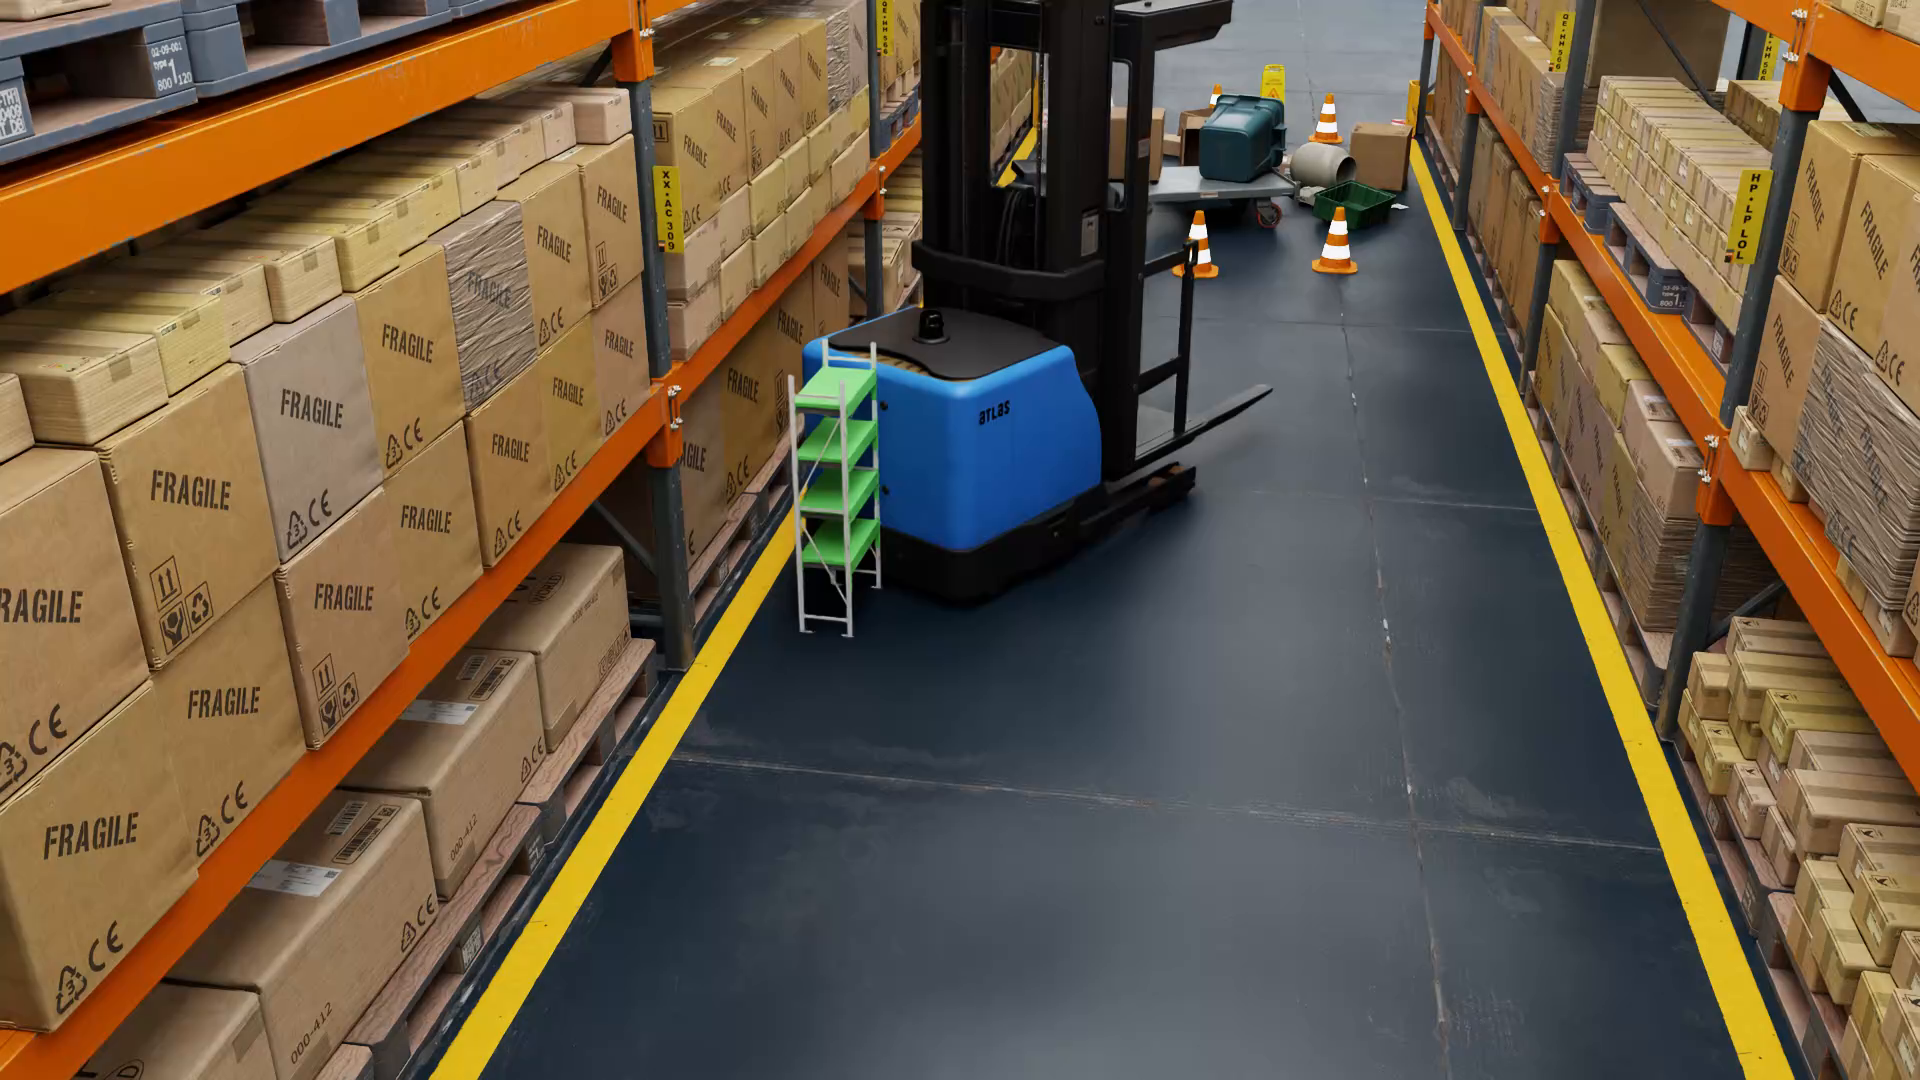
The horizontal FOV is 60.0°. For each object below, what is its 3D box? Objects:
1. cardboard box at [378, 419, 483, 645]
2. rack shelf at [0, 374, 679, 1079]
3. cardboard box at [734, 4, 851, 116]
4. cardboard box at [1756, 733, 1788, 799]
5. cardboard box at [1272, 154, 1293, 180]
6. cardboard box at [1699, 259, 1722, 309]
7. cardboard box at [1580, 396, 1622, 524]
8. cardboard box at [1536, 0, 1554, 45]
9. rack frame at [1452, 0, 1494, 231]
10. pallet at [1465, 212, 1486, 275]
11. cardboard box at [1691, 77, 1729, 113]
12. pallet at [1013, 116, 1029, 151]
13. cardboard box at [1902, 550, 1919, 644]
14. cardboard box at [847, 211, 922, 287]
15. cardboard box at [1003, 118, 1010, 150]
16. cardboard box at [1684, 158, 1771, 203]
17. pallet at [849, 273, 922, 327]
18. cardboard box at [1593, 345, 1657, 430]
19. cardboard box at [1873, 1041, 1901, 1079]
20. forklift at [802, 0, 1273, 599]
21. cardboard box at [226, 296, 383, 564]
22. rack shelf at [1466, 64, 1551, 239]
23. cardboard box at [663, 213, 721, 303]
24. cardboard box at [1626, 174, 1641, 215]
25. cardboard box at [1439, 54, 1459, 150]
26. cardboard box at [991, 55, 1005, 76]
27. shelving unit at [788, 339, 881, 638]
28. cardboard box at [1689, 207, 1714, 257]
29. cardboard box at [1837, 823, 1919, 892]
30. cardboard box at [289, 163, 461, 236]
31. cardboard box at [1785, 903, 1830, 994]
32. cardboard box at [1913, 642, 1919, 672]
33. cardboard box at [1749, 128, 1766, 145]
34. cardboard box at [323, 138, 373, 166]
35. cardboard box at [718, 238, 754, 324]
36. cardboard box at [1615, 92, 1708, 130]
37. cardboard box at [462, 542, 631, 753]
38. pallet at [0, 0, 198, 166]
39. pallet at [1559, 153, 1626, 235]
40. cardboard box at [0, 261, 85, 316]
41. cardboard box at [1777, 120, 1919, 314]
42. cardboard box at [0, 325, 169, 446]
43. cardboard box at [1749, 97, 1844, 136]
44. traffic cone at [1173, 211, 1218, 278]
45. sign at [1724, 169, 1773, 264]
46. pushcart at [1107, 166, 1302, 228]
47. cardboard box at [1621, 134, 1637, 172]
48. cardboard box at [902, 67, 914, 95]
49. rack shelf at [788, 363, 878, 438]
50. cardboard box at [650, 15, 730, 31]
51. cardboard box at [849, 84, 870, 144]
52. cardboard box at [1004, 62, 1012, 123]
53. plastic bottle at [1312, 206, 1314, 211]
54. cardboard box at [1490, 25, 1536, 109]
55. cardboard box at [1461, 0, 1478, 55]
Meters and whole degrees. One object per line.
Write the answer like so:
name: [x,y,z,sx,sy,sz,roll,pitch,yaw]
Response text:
cardboard box: [-1.712,-0.039,4.676,0.500,0.500,0.500,5,26,10]
rack shelf: [-1.968,0.312,4.893,1.077,0.370,4.000,4,25,9]
cardboard box: [-0.890,-2.571,8.908,0.500,0.500,0.500,4,25,9]
cardboard box: [2.927,0.763,5.598,0.380,0.149,0.250,4,25,8]
cardboard box: [3.030,-3.503,15.421,0.396,0.266,0.258,8,26,18]
cardboard box: [3.213,-1.018,6.688,0.380,0.149,0.250,4,25,8]
cardboard box: [3.303,-0.363,7.940,0.500,0.500,0.500,3,25,7]
cardboard box: [4.242,-3.547,10.993,0.700,0.500,0.500,4,25,8]
rack frame: [4.566,-3.895,13.033,1.000,3.000,0.127,4,25,9]
pallet: [4.514,-2.304,12.924,1.003,0.211,1.213,4,25,9]
cardboard box: [4.252,-2.436,9.799,0.500,0.500,0.500,4,25,9]
pallet: [0.140,-4.237,17.052,1.003,0.211,1.213,4,25,9]
cardboard box: [2.679,0.102,4.024,0.500,0.500,0.500,5,26,11]
cardboard box: [-0.773,-2.068,11.733,0.950,0.372,0.625,4,25,8]
cardboard box: [0.189,-3.815,15.610,0.500,0.250,0.500,4,25,8]
cardboard box: [3.305,-1.509,7.035,0.380,0.149,0.250,3,25,7]
pallet: [-0.858,-1.587,11.390,1.003,0.211,1.213,4,25,9]
cardboard box: [3.301,-0.712,7.801,0.500,0.250,0.500,3,25,6]
cardboard box: [2.565,1.415,4.206,0.380,0.149,0.250,4,25,9]
forklift: [0.585,-1.609,8.230,1.130,2.935,3.031,20,31,36]
cardboard box: [-1.782,-0.288,4.031,0.500,0.500,0.500,4,25,8]
rack shelf: [4.239,-2.733,11.398,1.077,0.370,4.000,4,25,9]
cardboard box: [-1.291,-1.173,6.804,0.500,0.250,0.500,3,25,7]
cardboard box: [3.469,-1.676,8.093,0.380,0.149,0.250,5,26,10]
cardboard box: [5.032,-4.139,15.566,0.875,0.875,0.875,4,25,8]
cardboard box: [0.191,-4.265,14.922,0.380,0.149,0.250,5,26,11]
shelving unit: [-0.539,-0.226,7.317,0.258,1.200,0.503,5,26,11]
cardboard box: [3.254,-1.269,6.873,0.380,0.149,0.250,3,25,7]
cardboard box: [2.796,0.964,4.819,0.380,0.149,0.250,3,25,6]
cardboard box: [-1.649,-0.961,4.701,0.380,0.149,0.250,3,25,7]
cardboard box: [2.710,1.227,4.957,0.380,0.149,0.250,3,25,7]
cardboard box: [2.724,0.330,4.303,0.380,0.149,0.250,5,26,10]
cardboard box: [4.199,-1.973,8.377,0.380,0.149,0.250,5,25,10]
cardboard box: [-2.076,-1.210,5.234,0.380,0.149,0.250,4,25,8]
cardboard box: [-1.226,-1.164,7.376,0.500,0.250,0.500,3,25,7]
cardboard box: [3.560,-2.173,8.454,0.380,0.149,0.250,4,25,8]
cardboard box: [-1.850,0.376,6.436,0.875,0.438,0.875,4,25,8]
pallet: [-2.184,-0.806,3.000,1.003,0.211,1.213,4,25,9]
pallet: [3.901,-1.830,8.847,1.213,0.211,1.003,4,25,9]
cardboard box: [-2.263,-0.561,3.848,0.380,0.149,0.250,4,25,8]
cardboard box: [2.945,-1.010,5.221,0.500,0.500,0.500,5,25,10]
cardboard box: [-1.836,-0.313,3.319,0.380,0.149,0.250,5,26,10]
cardboard box: [4.199,-2.117,8.333,0.380,0.149,0.250,5,26,10]
traffic cone: [1.784,-2.241,12.491,0.336,0.463,0.334,4,25,9]
sign: [2.711,-1.110,5.718,0.100,0.325,0.005,4,25,9]
pushcart: [1.924,-2.871,13.938,1.648,0.377,0.936,-5,25,-10]
cardboard box: [3.512,-1.914,8.251,0.380,0.149,0.250,4,25,9]
cardboard box: [-0.516,-3.063,11.056,0.380,0.149,0.250,4,25,9]
rack shelf: [-0.539,-0.603,7.141,0.258,0.148,0.480,5,26,11]
cardboard box: [-1.481,-2.408,8.559,0.500,0.500,0.500,5,25,10]
cardboard box: [-0.816,-2.461,9.557,0.500,0.250,0.500,4,25,8]
cardboard box: [0.191,-4.150,15.441,0.500,0.500,0.500,5,26,11]
plastic bottle: [3.122,-2.784,14.126,0.133,0.061,0.283,-9,27,-19]
cardboard box: [4.049,-3.319,11.684,0.500,0.500,0.500,4,25,8]
cardboard box: [4.682,-4.350,13.827,0.875,0.550,0.550,4,25,9]
